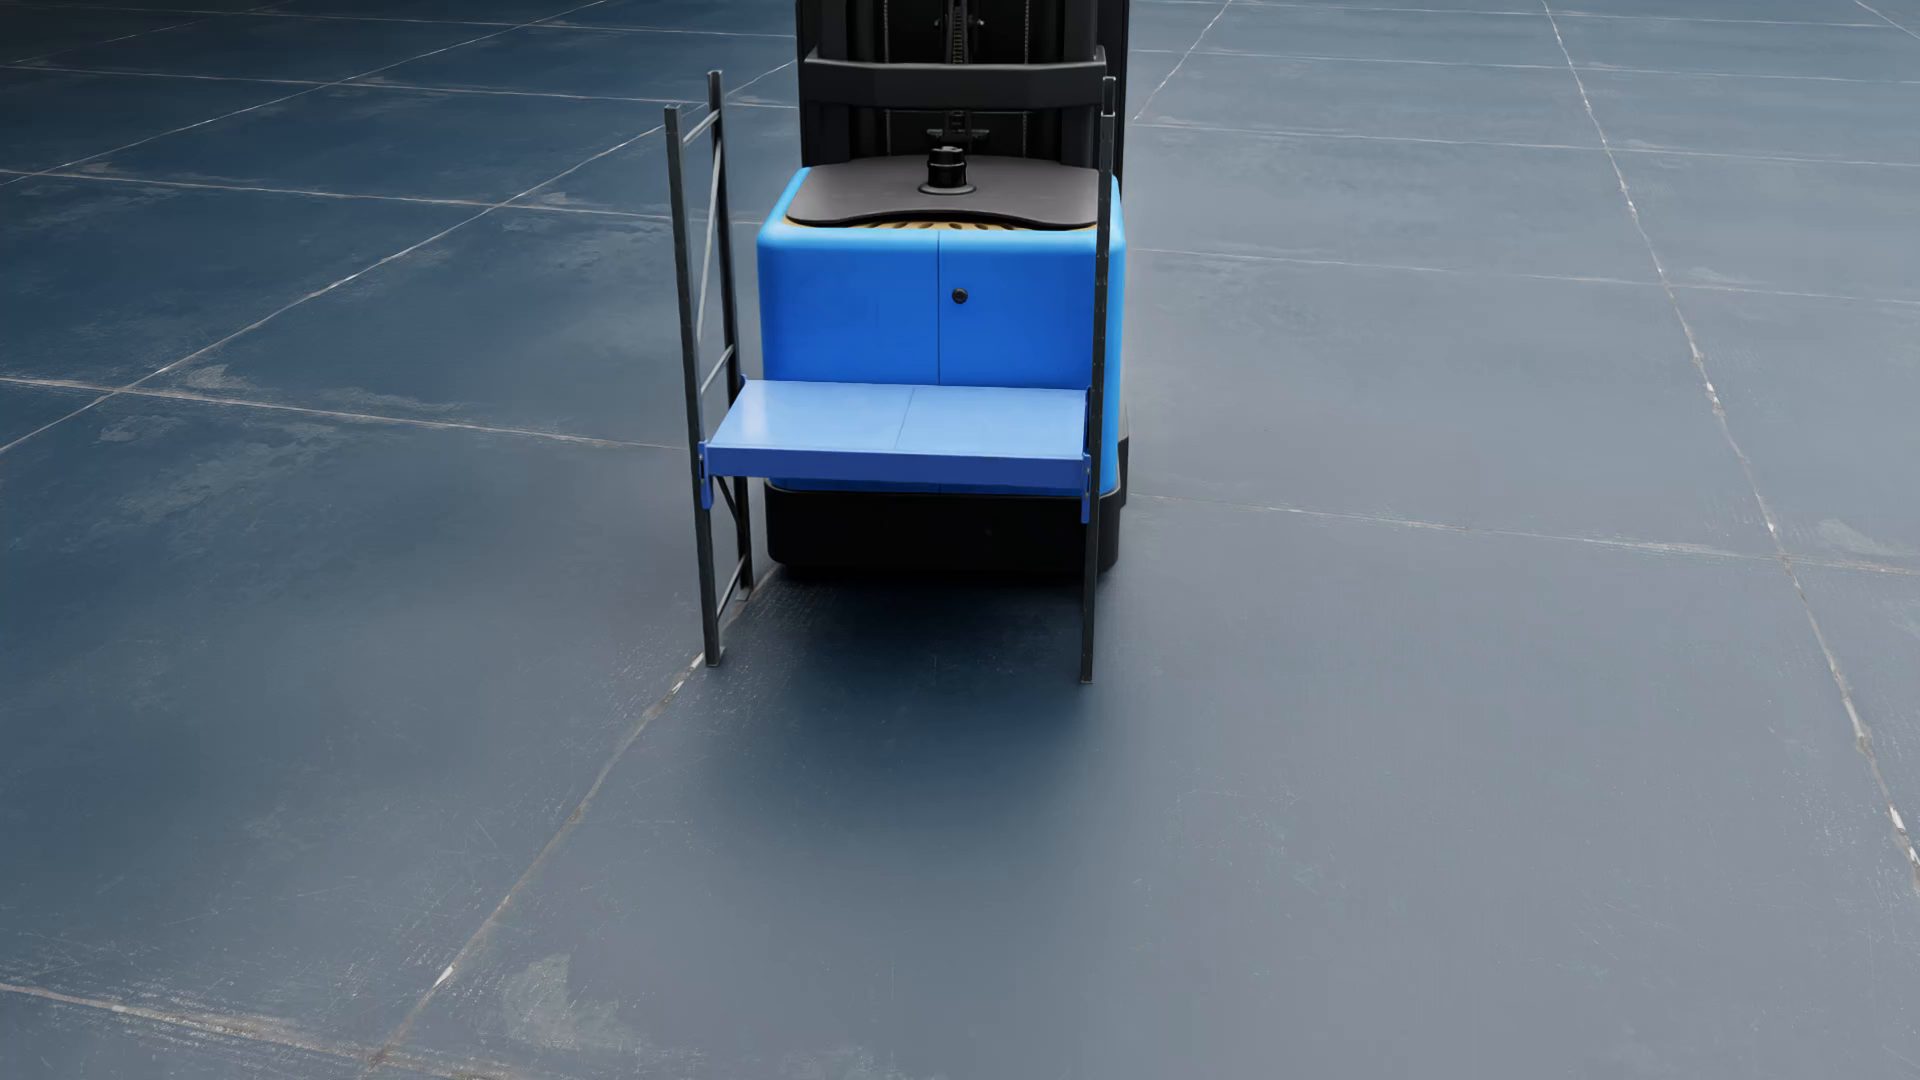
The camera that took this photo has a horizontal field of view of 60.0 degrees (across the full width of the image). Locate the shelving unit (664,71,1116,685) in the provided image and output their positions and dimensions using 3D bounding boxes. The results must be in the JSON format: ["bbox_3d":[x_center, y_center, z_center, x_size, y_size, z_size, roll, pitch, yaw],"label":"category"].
[{"bbox_3d":[-0.147,-0.417,4.380,1.048,1.500,0.538,2,26,5],"label":"shelving unit"}]

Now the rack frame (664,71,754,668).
[{"bbox_3d":[-0.654,-0.436,4.421,0.032,1.500,0.500,2,26,5],"label":"rack frame"}]

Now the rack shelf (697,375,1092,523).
[{"bbox_3d":[-0.147,-0.254,4.458,1.000,0.185,0.538,2,26,5],"label":"rack shelf"}]

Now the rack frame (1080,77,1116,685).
[{"bbox_3d":[0.359,-0.397,4.340,0.032,1.500,0.500,2,26,5],"label":"rack frame"}]

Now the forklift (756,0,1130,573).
[{"bbox_3d":[0.021,-1.820,5.663,1.130,2.935,3.031,1,25,3],"label":"forklift"}]
